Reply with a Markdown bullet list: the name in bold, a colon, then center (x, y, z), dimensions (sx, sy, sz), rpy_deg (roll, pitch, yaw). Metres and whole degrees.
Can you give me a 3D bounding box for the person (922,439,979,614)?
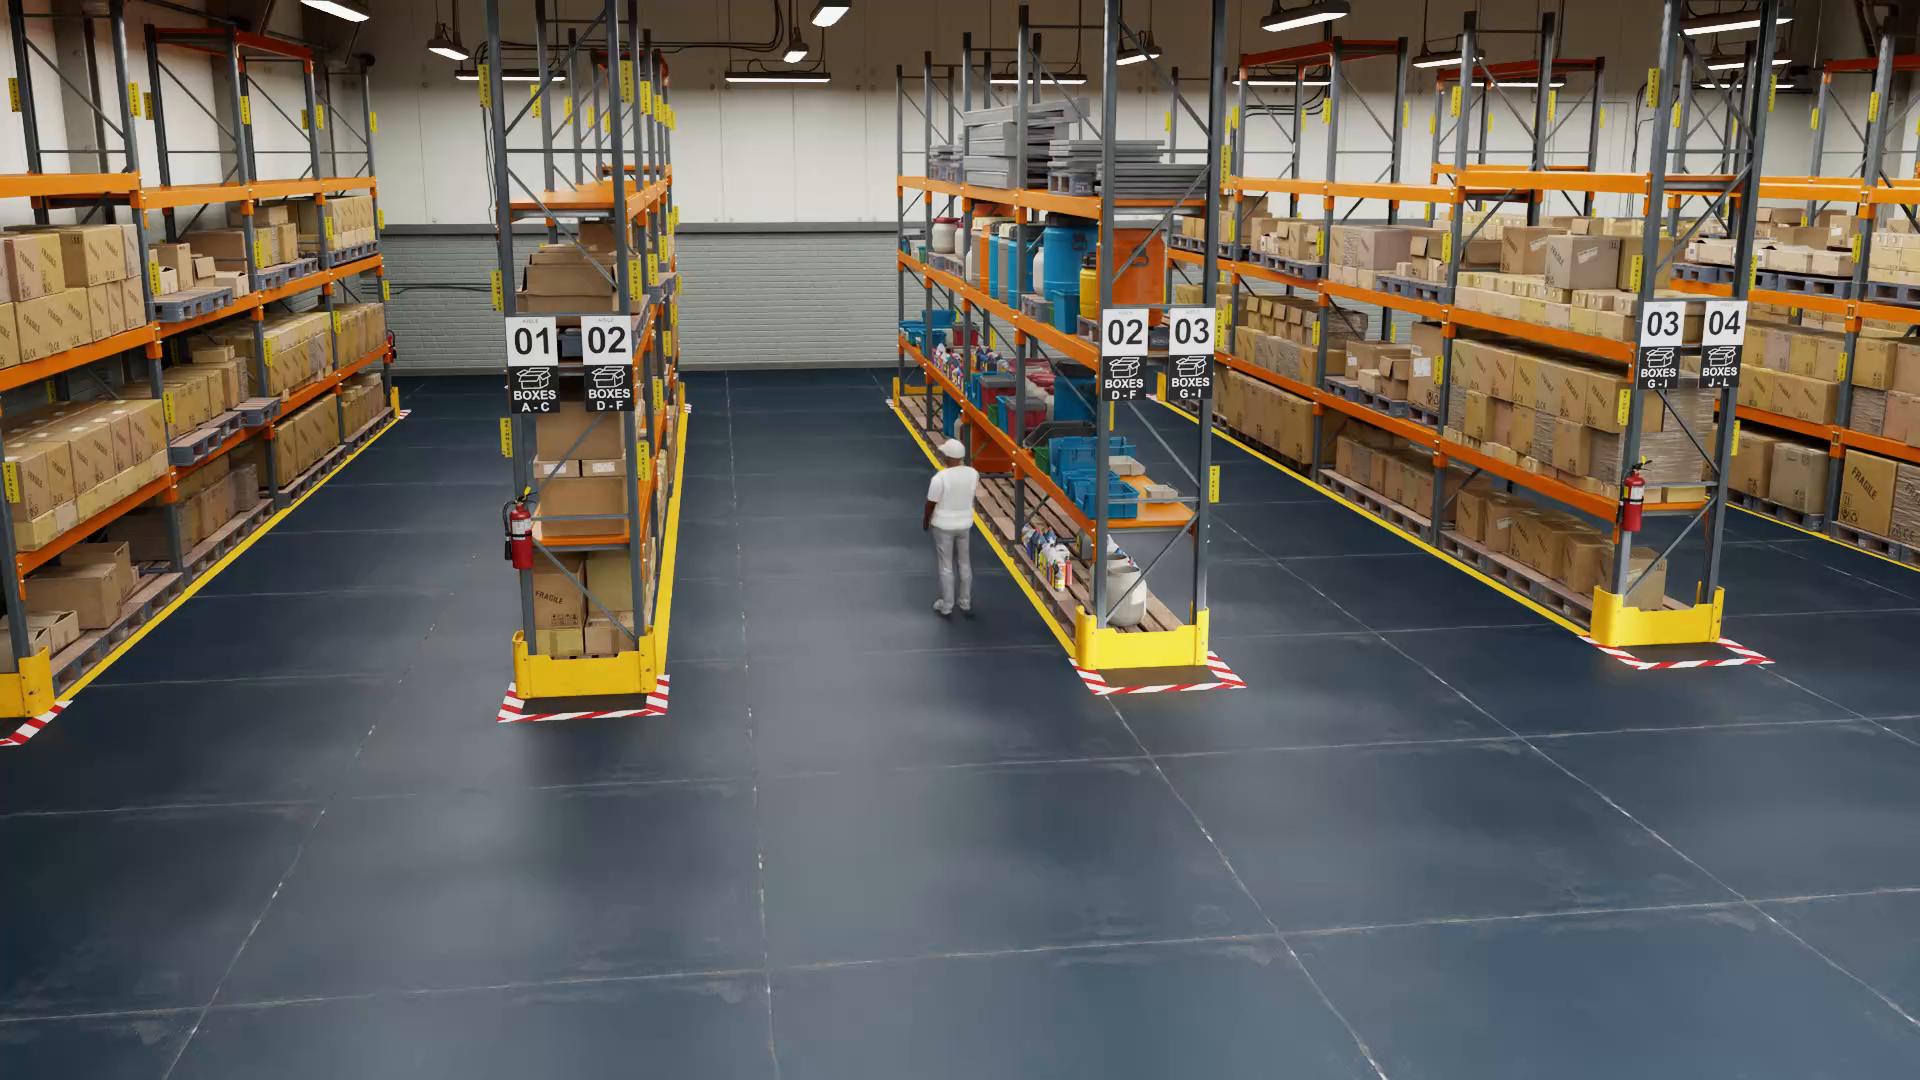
- **person**: center (-0.102, -0.154, 16.573), dimensions (0.589, 1.773, 0.528), rpy_deg (-8, 15, -31)
